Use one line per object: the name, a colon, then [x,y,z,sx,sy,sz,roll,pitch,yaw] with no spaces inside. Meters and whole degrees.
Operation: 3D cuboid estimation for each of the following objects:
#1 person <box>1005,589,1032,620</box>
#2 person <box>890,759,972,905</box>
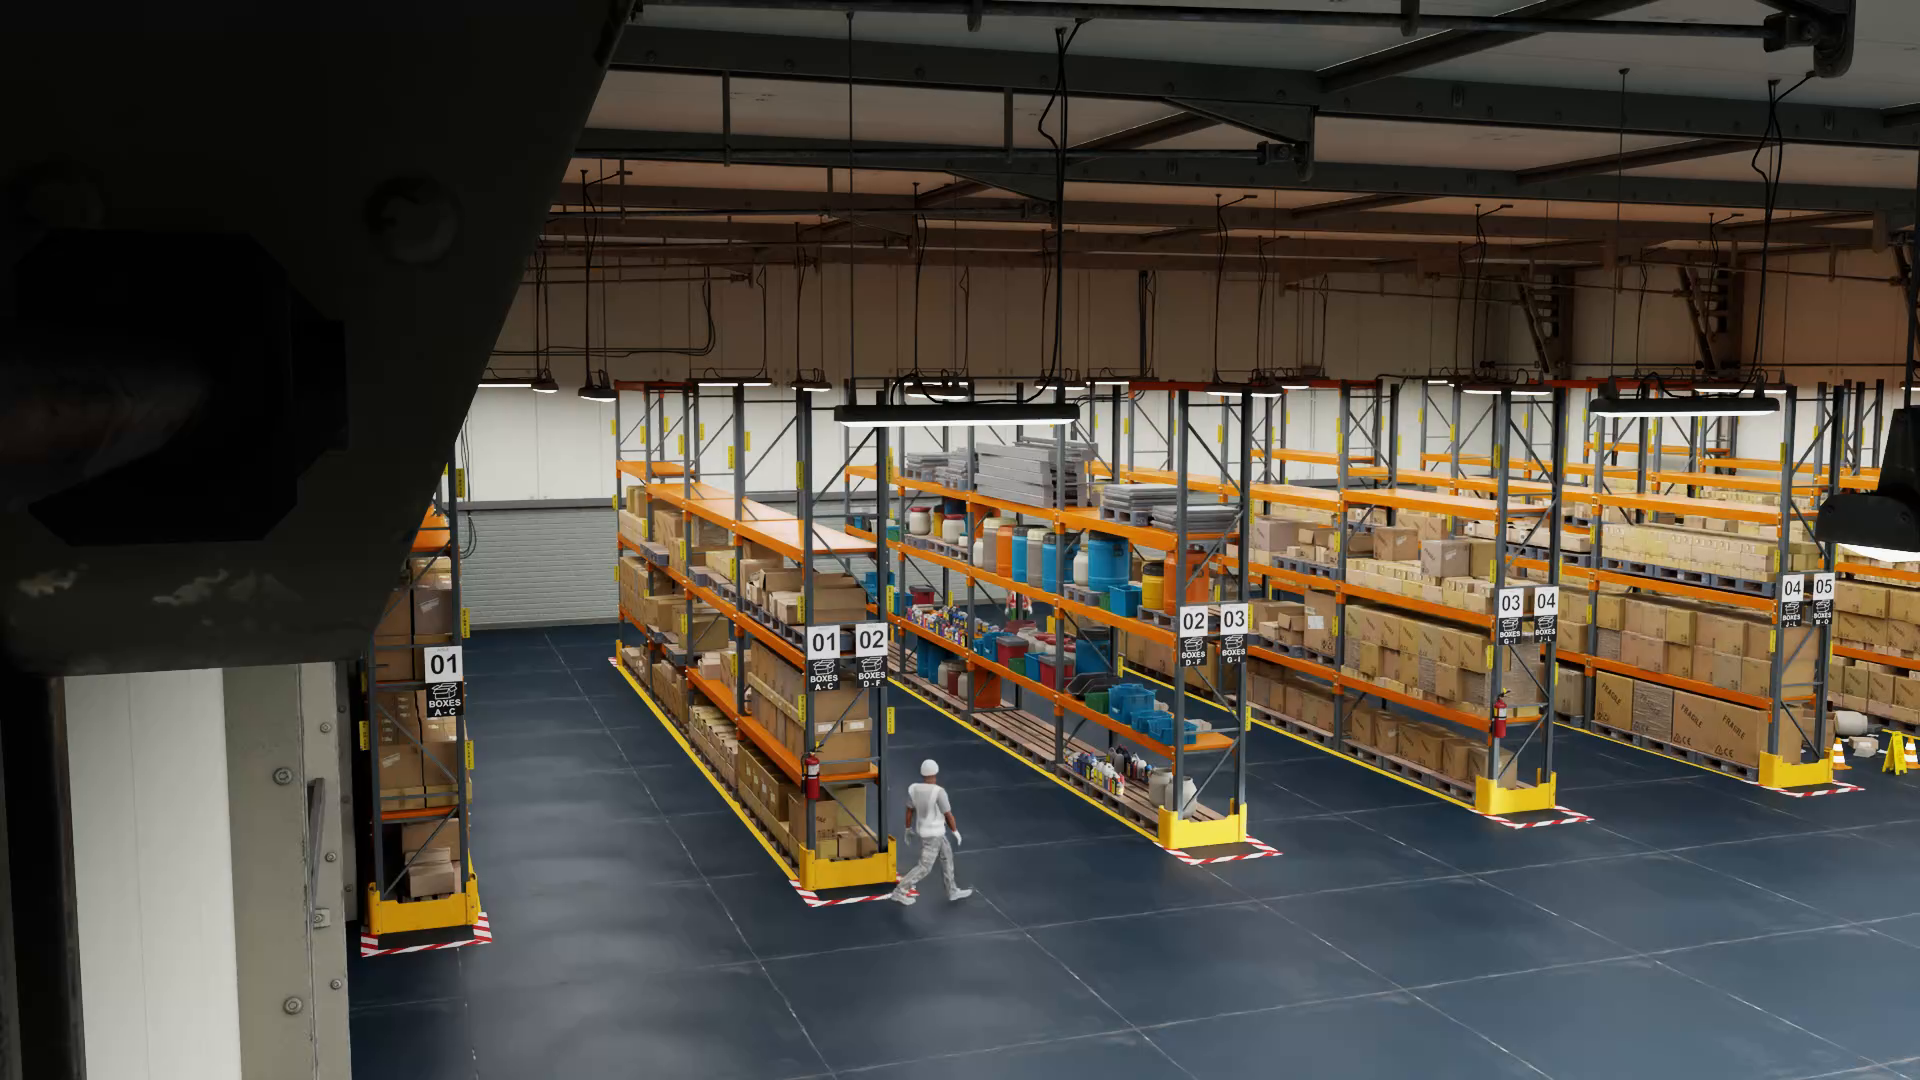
person: [1.306,1.539,37.220,0.564,1.740,1.057,-1,6,-11]
person: [-0.328,3.420,19.440,1.026,1.746,0.494,-1,6,-12]
